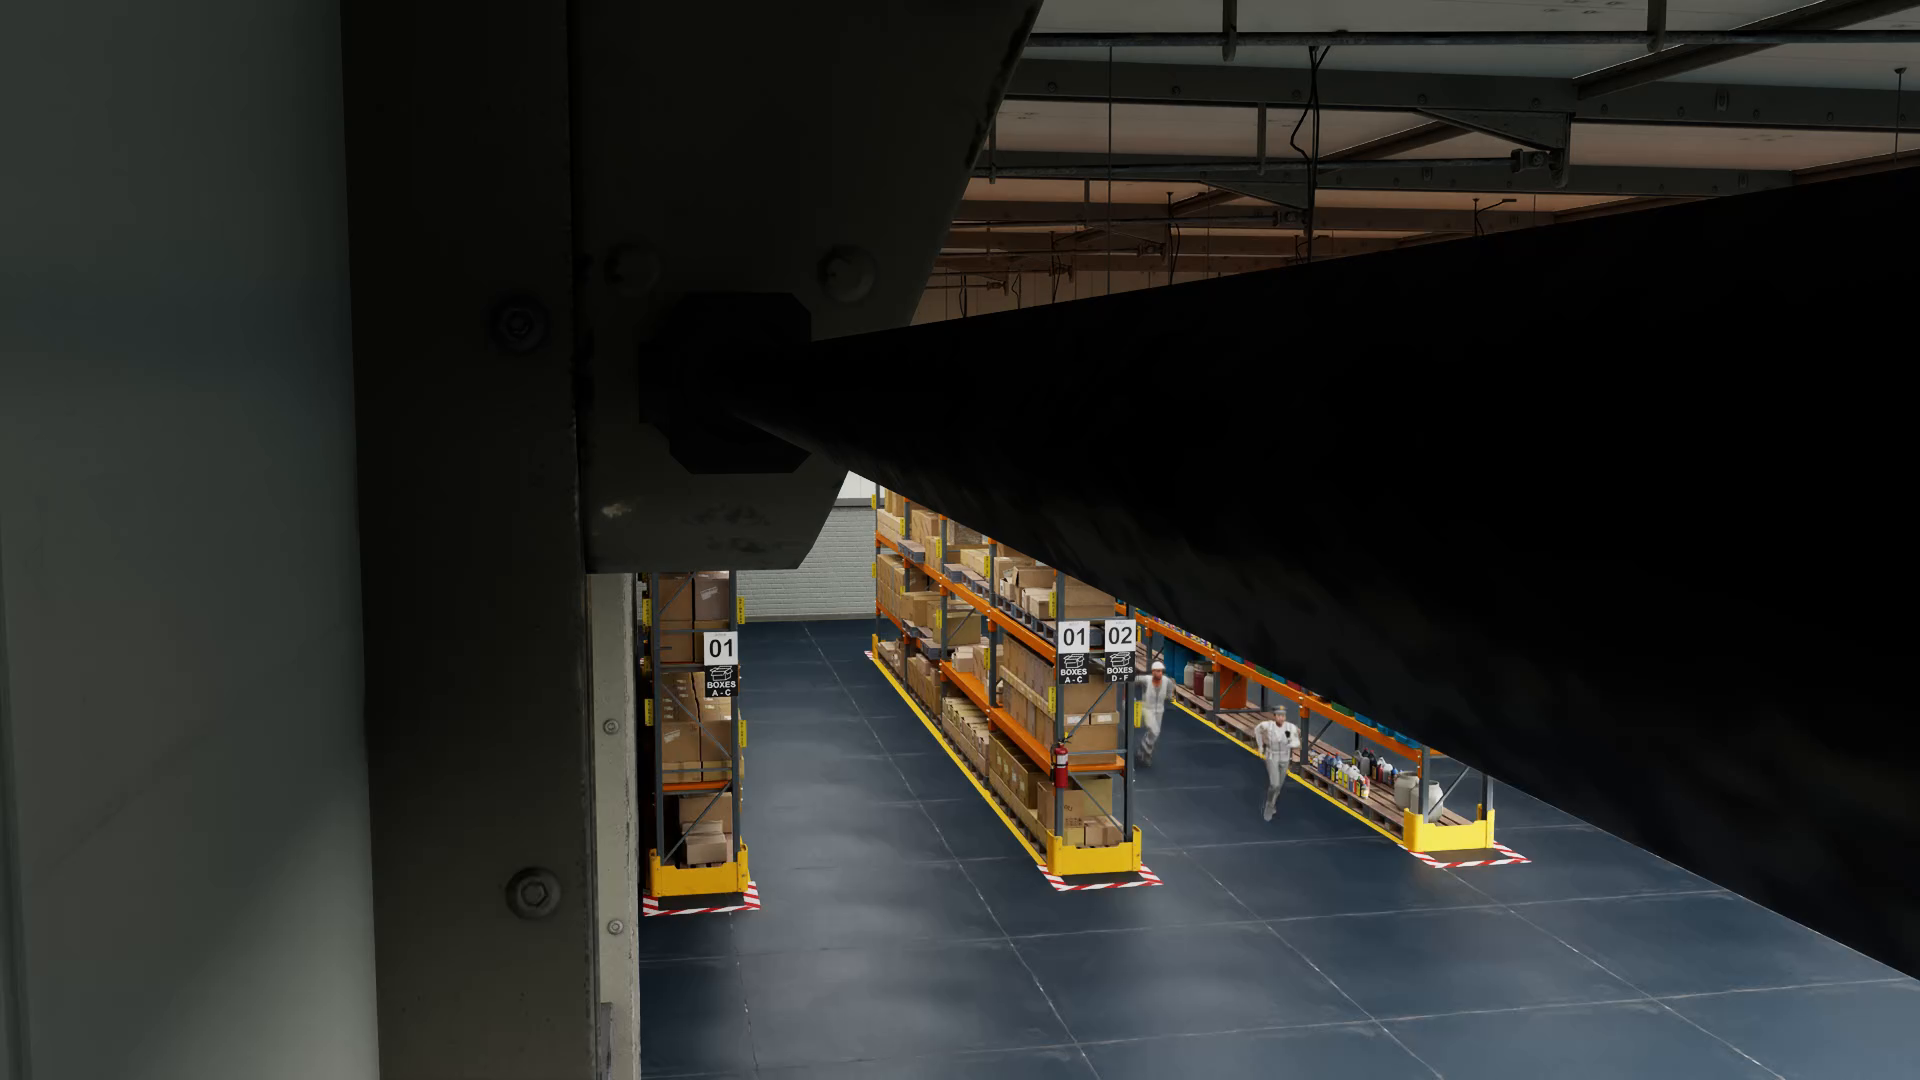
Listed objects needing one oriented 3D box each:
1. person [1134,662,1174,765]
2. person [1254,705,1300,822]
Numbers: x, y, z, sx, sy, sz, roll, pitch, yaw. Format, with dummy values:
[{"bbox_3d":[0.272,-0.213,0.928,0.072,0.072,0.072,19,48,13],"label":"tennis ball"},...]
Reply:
[{"bbox_3d":[3.053,2.745,26.407,0.642,1.700,0.887,-2,6,-22],"label":"person"},{"bbox_3d":[4.454,3.112,23.315,0.581,1.682,0.798,0,6,-3],"label":"person"}]
